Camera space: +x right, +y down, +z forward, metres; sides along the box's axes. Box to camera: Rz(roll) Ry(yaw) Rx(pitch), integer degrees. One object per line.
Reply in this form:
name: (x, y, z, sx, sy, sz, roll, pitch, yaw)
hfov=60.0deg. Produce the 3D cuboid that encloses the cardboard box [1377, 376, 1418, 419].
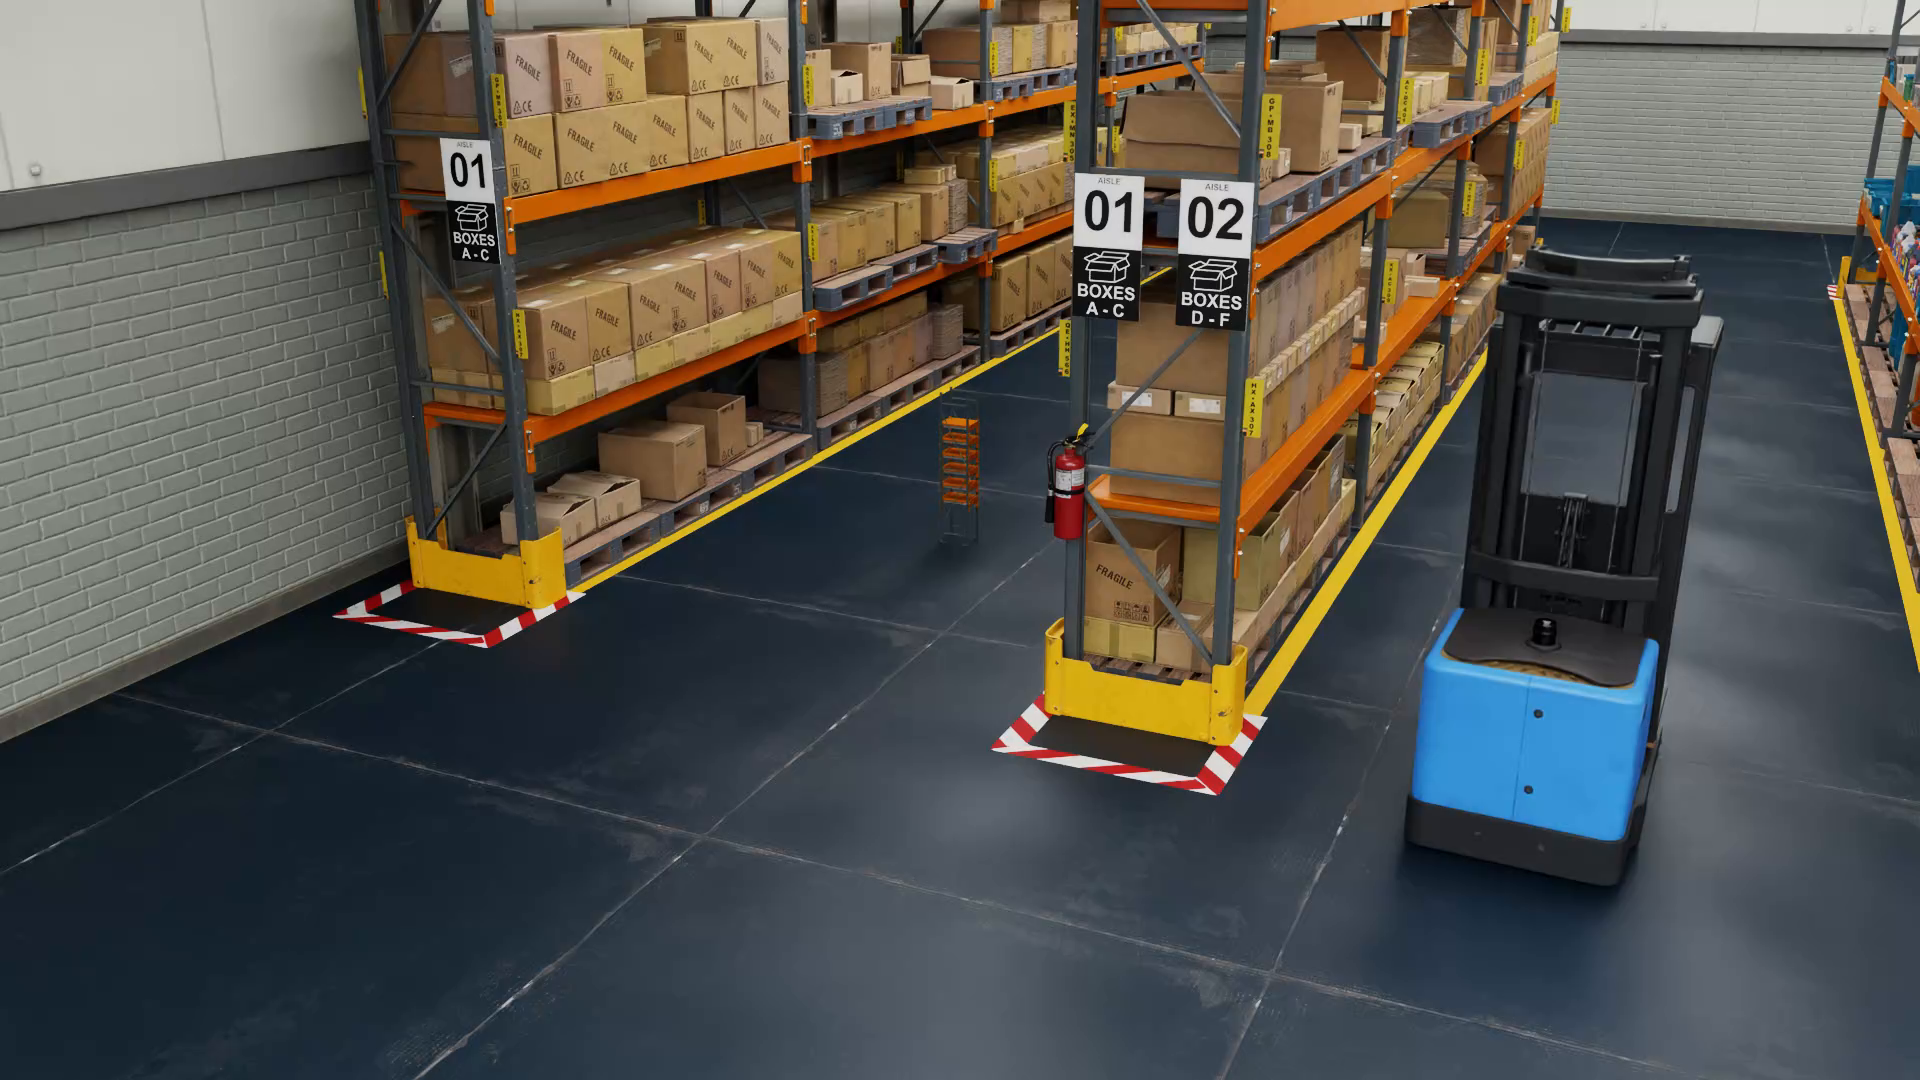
cardboard box: (3.765, -1.306, 14.805, 0.500, 0.311, 0.500, 9, 22, 24)

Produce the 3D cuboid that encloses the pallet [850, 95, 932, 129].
pallet: (-1.009, -4.072, 15.747, 1.213, 0.211, 1.003, 9, 21, 23)

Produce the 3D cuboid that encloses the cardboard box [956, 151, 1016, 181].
cardboard box: (0.290, -4.141, 18.394, 0.500, 0.250, 0.500, 9, 22, 24)

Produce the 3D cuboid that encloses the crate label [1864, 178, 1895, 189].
crate label: (11.770, -4.484, 21.261, 0.416, 0.233, 0.303, 9, 21, 23)

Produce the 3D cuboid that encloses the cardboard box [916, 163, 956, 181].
cardboard box: (-0.257, -3.929, 17.767, 0.380, 0.149, 0.250, 6, 20, 16)

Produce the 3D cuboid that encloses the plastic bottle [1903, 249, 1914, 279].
plastic bottle: (9.270, -2.693, 16.240, 0.061, 0.283, 0.133, 9, 21, 23)

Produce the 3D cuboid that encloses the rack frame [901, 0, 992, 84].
rack frame: (-0.143, -6.305, 17.269, 1.000, 3.000, 0.127, 9, 21, 23)

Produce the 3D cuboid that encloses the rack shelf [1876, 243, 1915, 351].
rack shelf: (9.715, -2.392, 16.291, 1.077, 0.370, 4.000, 9, 21, 23)

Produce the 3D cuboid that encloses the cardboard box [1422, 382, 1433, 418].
cardboard box: (4.177, -1.350, 15.766, 0.500, 0.250, 0.500, 8, 21, 22)

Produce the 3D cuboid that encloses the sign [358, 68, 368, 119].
sign: (-3.917, -2.946, 10.978, 0.100, 0.325, 0.005, 9, 21, 23)

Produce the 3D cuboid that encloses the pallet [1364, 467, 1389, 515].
pallet: (3.006, -0.494, 14.043, 1.003, 0.211, 1.213, 9, 21, 23)

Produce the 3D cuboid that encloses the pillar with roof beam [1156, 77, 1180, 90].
pillar with roof beam: (7.377, -9.104, 25.139, 9.100, 9.000, 0.400, 9, 21, 23)

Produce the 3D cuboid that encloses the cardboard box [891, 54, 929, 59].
cardboard box: (-0.647, -4.760, 17.221, 0.500, 0.500, 0.500, 9, 21, 23)

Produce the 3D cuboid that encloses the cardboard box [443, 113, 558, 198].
cardboard box: (-3.054, -2.571, 11.066, 0.500, 0.500, 0.500, 9, 22, 24)

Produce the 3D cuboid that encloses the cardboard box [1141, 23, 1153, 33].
cardboard box: (2.248, -6.980, 21.971, 0.500, 0.500, 0.500, 8, 21, 22)

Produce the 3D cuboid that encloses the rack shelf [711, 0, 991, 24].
rack shelf: (-0.962, -5.167, 15.737, 1.077, 0.370, 4.000, 9, 21, 23)

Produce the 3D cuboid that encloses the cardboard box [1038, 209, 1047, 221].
cardboard box: (0.822, -3.909, 19.829, 0.380, 0.149, 0.250, 9, 21, 23)

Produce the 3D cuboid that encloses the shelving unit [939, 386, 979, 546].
shelving unit: (-0.006, -0.561, 12.755, 0.258, 1.200, 0.189, 9, 21, 23)

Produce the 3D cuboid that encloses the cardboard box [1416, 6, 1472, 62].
cardboard box: (4.771, -5.020, 16.490, 0.500, 0.500, 0.500, 9, 21, 23)

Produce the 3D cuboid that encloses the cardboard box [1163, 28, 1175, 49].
cardboard box: (2.655, -6.933, 22.957, 0.500, 0.250, 0.500, 8, 21, 21)

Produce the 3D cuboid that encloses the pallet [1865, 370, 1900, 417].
pallet: (9.681, -1.424, 16.658, 1.003, 0.211, 1.213, 9, 21, 23)

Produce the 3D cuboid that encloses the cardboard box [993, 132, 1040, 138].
cardboard box: (0.660, -4.832, 20.337, 0.500, 0.250, 0.500, 8, 21, 21)

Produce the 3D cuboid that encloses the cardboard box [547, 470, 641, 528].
cardboard box: (-2.820, -0.347, 12.824, 0.500, 0.311, 0.500, 11, 22, 27)

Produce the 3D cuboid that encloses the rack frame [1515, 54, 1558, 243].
rack frame: (7.654, -5.246, 23.243, 1.000, 3.000, 0.127, 9, 21, 23)

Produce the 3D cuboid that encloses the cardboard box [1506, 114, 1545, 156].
cardboard box: (7.309, -5.276, 21.688, 0.500, 0.500, 0.500, 9, 22, 24)

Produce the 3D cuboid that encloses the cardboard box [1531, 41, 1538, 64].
cardboard box: (6.645, -5.869, 19.996, 0.500, 0.250, 0.500, 9, 21, 23)

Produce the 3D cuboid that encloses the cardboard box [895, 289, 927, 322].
cardboard box: (-0.681, -2.469, 17.389, 0.500, 0.250, 0.500, 9, 21, 24)

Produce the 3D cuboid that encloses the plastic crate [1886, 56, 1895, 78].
plastic crate: (11.760, -5.837, 20.624, 0.497, 0.269, 0.590, 9, 21, 23)

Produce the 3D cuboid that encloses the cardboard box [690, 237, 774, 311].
cardboard box: (-1.891, -2.208, 13.775, 0.500, 0.500, 0.500, 8, 21, 22)

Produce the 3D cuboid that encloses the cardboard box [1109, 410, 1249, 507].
cardboard box: (1.305, -0.543, 9.869, 0.700, 0.500, 0.500, 9, 21, 23)

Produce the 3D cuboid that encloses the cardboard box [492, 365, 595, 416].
cardboard box: (-2.929, -1.078, 11.716, 0.500, 0.250, 0.500, 8, 21, 21)

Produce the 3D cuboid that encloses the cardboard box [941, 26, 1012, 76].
cardboard box: (0.173, -5.472, 18.596, 0.700, 0.500, 0.500, 7, 21, 20)

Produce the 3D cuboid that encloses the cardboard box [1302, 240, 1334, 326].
cardboard box: (2.153, -1.792, 11.445, 0.700, 0.500, 0.500, 9, 21, 23)

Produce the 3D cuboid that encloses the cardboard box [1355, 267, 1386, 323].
cardboard box: (3.285, -2.018, 14.018, 0.500, 0.500, 0.500, 10, 22, 27)

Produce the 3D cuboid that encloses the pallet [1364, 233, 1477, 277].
pallet: (4.592, -2.927, 17.008, 1.213, 0.211, 1.003, 9, 21, 23)

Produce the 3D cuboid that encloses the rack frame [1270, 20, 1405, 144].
rack frame: (2.740, -4.404, 11.922, 1.000, 3.000, 0.127, 9, 21, 23)

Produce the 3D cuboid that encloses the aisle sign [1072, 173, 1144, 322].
aisle sign: (0.807, -1.600, 9.111, 0.394, 0.787, 0.004, 9, 21, 23)

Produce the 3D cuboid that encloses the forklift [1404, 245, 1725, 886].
forklift: (3.383, -0.158, 9.039, 1.130, 2.935, 3.031, 10, 22, 25)

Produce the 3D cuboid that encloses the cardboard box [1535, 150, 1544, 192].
cardboard box: (7.510, -4.960, 22.289, 0.500, 0.500, 0.500, 9, 21, 23)

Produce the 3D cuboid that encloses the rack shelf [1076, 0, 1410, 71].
rack shelf: (1.921, -3.265, 10.391, 1.077, 0.370, 4.000, 9, 21, 23)

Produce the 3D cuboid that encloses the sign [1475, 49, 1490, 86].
sign: (4.881, -4.416, 15.542, 0.100, 0.325, 0.005, 9, 21, 23)

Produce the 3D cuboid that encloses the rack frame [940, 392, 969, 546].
rack frame: (-0.043, -0.533, 12.677, 0.240, 1.200, 0.006, 9, 21, 23)

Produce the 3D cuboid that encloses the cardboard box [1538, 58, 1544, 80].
cardboard box: (7.057, -5.939, 20.938, 0.500, 0.250, 0.500, 9, 21, 23)

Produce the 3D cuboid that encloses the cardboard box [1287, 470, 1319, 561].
cardboard box: (2.141, -0.202, 11.418, 0.500, 0.500, 0.500, 9, 21, 23)

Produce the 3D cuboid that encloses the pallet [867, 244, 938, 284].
pallet: (-0.916, -2.778, 16.589, 1.003, 0.211, 1.213, 9, 21, 23)

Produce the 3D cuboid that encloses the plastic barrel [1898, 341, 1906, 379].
plastic barrel: (9.693, -1.827, 16.716, 0.421, 0.512, 0.421, 0, 20, 0)

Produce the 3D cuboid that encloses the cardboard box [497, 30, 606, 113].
cardboard box: (-2.788, -3.205, 11.356, 0.500, 0.500, 0.500, 8, 21, 22)

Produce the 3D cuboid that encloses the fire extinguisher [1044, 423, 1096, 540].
fire extinguisher: (0.630, -0.346, 9.580, 0.296, 0.674, 0.183, 9, 21, 23)

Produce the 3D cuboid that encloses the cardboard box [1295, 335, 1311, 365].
cardboard box: (2.090, -1.268, 10.939, 0.380, 0.149, 0.250, 9, 21, 23)

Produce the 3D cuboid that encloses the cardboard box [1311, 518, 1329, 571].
cardboard box: (2.345, -0.002, 11.974, 0.500, 0.250, 0.500, 9, 21, 23)

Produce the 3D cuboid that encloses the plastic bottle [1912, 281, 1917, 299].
plastic bottle: (8.831, -2.311, 15.288, 0.097, 0.201, 0.097, 0, 20, 0)

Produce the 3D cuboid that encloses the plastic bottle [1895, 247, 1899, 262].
plastic bottle: (9.695, -2.956, 17.101, 0.097, 0.201, 0.097, 0, 20, 0)

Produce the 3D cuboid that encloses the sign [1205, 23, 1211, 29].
sign: (3.623, -7.639, 24.292, 0.100, 0.325, 0.005, 9, 21, 23)

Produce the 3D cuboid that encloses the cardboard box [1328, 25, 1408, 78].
cardboard box: (3.241, -3.832, 13.268, 0.500, 0.500, 0.500, 11, 22, 28)

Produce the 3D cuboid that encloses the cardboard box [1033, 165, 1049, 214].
cardboard box: (0.717, -4.099, 19.396, 0.500, 0.500, 0.500, 8, 21, 22)
